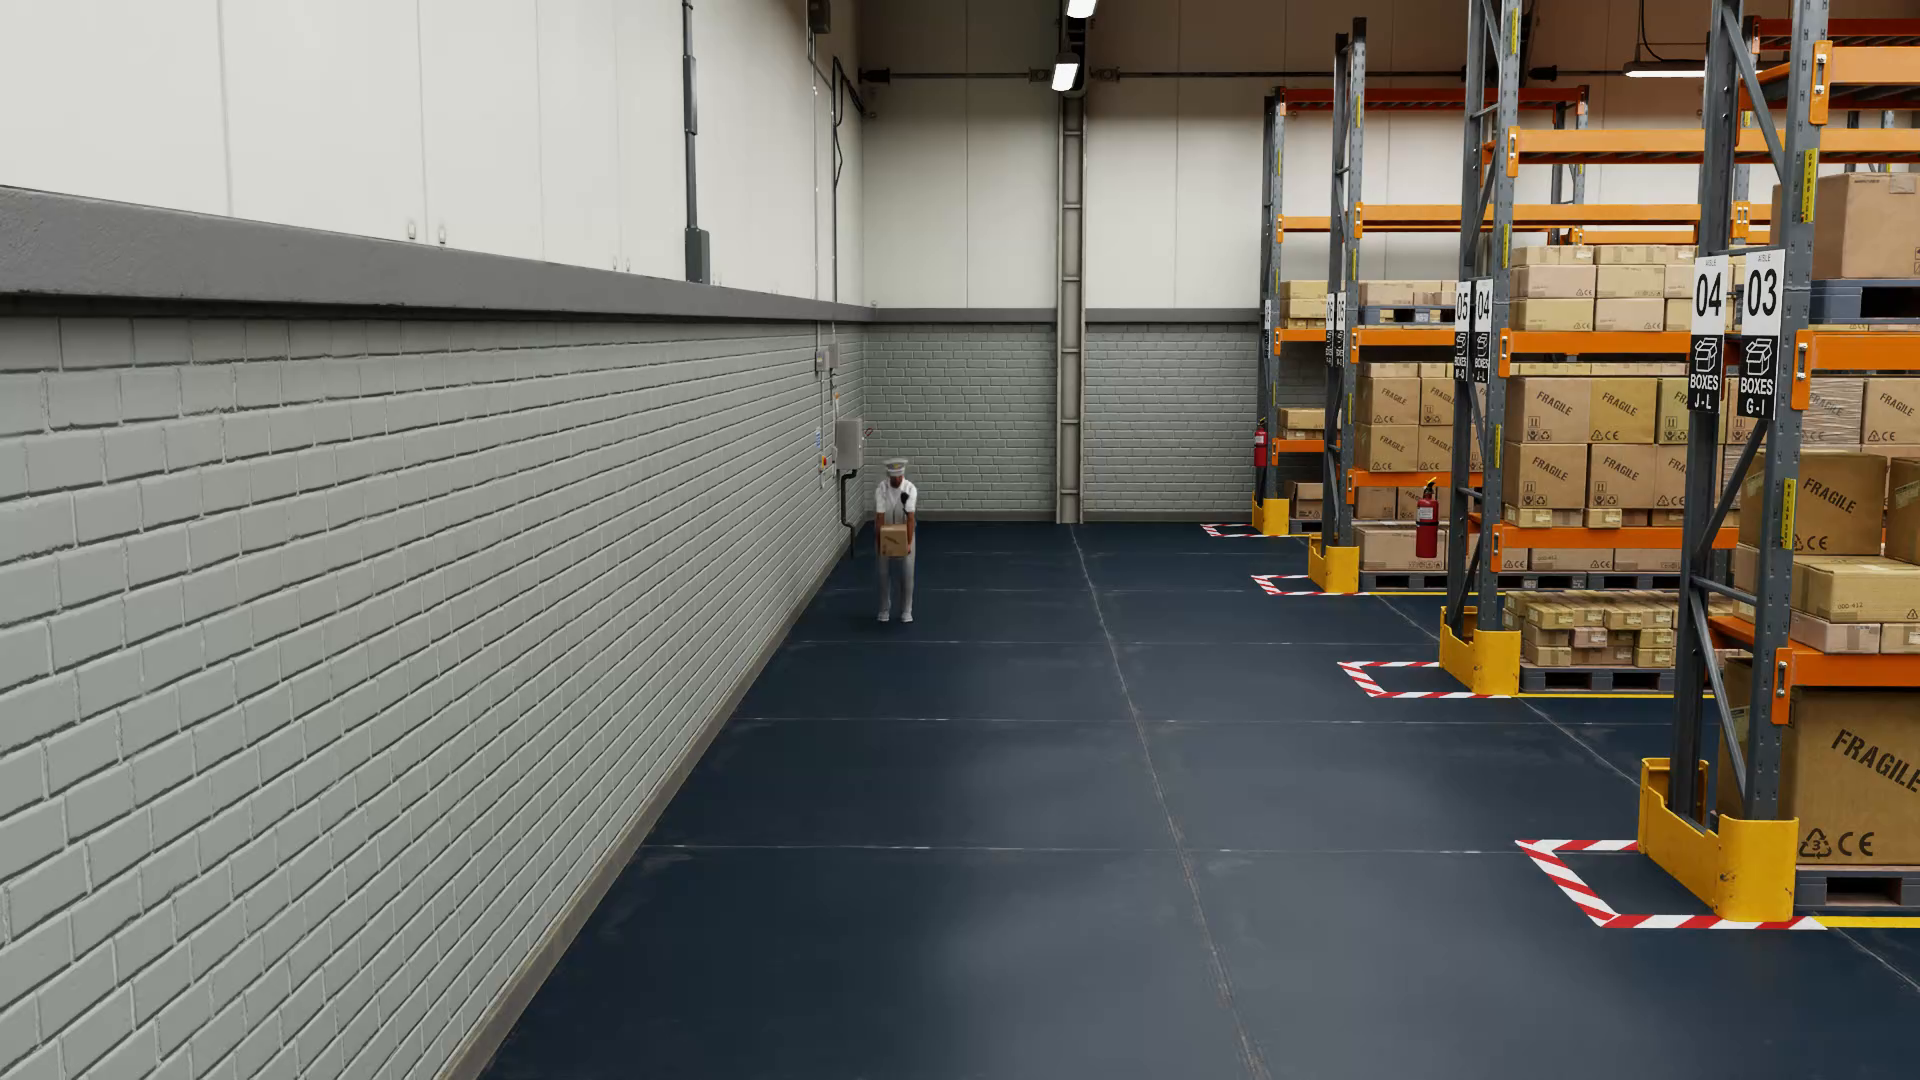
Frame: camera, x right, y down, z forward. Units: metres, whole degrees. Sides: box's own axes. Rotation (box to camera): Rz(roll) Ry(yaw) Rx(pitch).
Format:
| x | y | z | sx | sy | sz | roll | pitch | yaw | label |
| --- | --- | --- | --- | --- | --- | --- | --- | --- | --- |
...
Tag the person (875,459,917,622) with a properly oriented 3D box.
| x | y | z | sx | sy | sz | roll | pitch | yaw | label |
| --- | --- | --- | --- | --- | --- | --- | --- | --- | --- |
| -0.621 | 0.001 | 16.075 | 0.413 | 1.595 | 0.574 | 0 | 7 | 0 | person |
